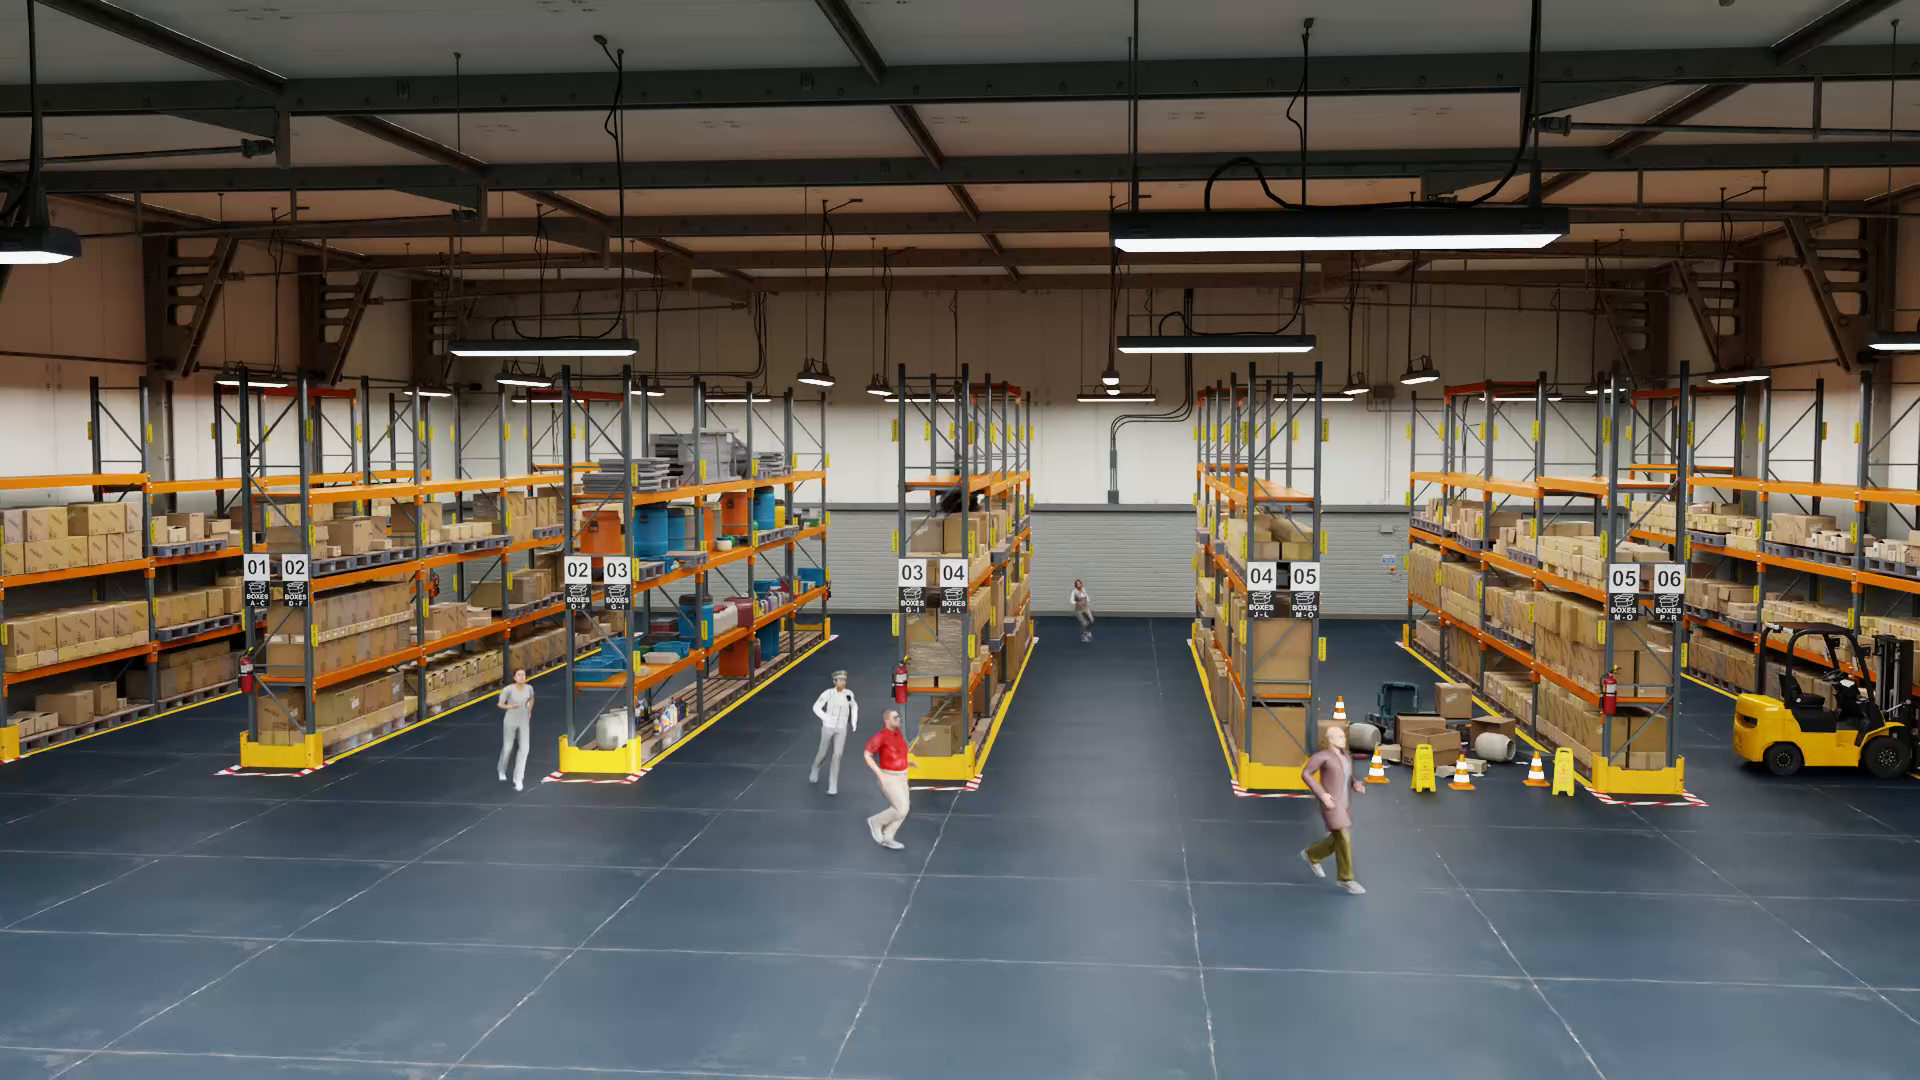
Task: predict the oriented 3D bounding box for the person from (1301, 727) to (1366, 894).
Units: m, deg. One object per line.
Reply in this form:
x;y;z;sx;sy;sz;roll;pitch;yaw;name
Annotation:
4.098;2.938;18.321;0.713;1.782;0.903;-4;5;-44;person

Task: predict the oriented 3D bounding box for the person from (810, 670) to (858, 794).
-1.734;2.657;23.385;0.676;1.667;0.923;-1;4;-15;person

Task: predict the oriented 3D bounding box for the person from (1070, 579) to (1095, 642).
2.910;1.693;39.688;0.613;1.521;0.547;-2;4;-26;person

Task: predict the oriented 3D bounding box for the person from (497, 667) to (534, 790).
-6.304;2.651;23.660;0.572;1.714;0.800;-2;4;-30;person

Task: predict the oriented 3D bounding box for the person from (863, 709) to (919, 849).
-0.781;2.879;19.987;0.591;1.682;0.658;2;4;29;person
